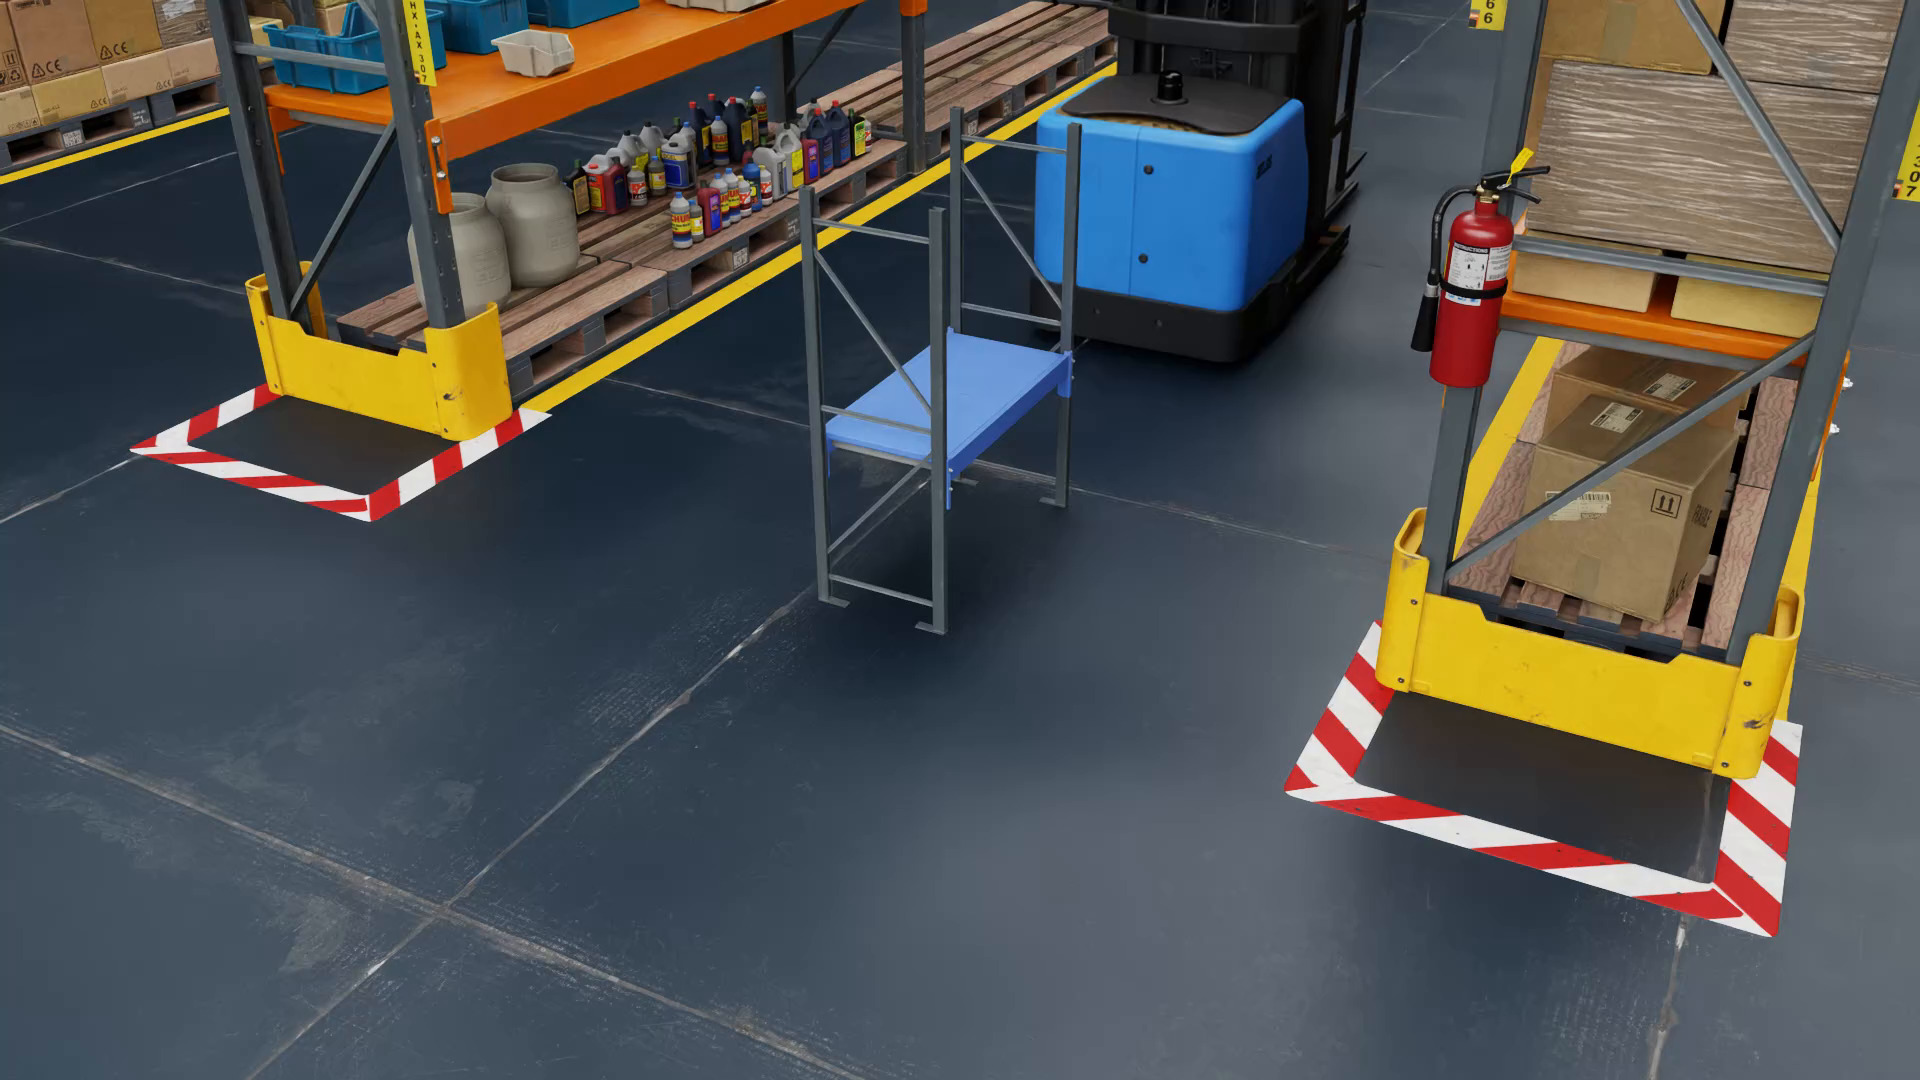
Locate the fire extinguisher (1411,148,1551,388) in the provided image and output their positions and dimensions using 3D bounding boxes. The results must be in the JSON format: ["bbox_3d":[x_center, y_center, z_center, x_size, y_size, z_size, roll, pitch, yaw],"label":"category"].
[{"bbox_3d":[1.443,-0.765,4.647,0.296,0.674,0.183,14,33,23],"label":"fire extinguisher"}]

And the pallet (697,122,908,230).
[{"bbox_3d":[-1.024,-2.144,9.771,1.003,0.211,1.213,14,33,23],"label":"pallet"}]

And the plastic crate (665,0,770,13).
[{"bbox_3d":[-1.196,-2.750,8.291,0.530,0.136,0.437,14,33,23],"label":"plastic crate"}]

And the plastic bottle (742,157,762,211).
[{"bbox_3d":[-1.106,-1.895,8.836,0.097,0.271,0.097,0,30,0],"label":"plastic bottle"}]

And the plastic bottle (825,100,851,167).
[{"bbox_3d":[-0.718,-2.333,9.518,0.144,0.351,0.185,13,32,22],"label":"plastic bottle"}]

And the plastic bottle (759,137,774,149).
[{"bbox_3d":[-1.056,-2.087,9.158,0.061,0.283,0.133,14,33,23],"label":"plastic bottle"}]

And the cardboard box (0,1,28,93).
[{"bbox_3d":[-6.027,-2.942,9.948,0.500,0.500,0.500,14,33,23],"label":"cardboard box"}]

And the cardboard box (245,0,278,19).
[{"bbox_3d":[-5.158,-4.006,12.553,0.500,0.250,0.500,14,33,23],"label":"cardboard box"}]

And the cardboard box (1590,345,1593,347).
[{"bbox_3d":[2.749,-0.662,6.478,0.500,0.500,0.500,18,34,28],"label":"cardboard box"}]

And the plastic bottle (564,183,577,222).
[{"bbox_3d":[-2.057,-1.759,8.669,0.097,0.201,0.097,0,30,0],"label":"plastic bottle"}]

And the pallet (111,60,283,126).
[{"bbox_3d":[-5.489,-3.214,11.636,1.003,0.211,1.213,14,33,23],"label":"pallet"}]

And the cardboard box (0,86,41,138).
[{"bbox_3d":[-6.016,-2.614,10.130,0.500,0.250,0.500,14,33,23],"label":"cardboard box"}]

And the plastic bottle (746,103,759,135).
[{"bbox_3d":[-1.263,-2.532,10.015,0.097,0.201,0.097,0,30,0],"label":"plastic bottle"}]

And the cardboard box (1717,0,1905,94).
[{"bbox_3d":[2.399,-1.532,4.503,0.500,0.500,0.500,14,33,23],"label":"cardboard box"}]

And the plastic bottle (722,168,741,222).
[{"bbox_3d":[-1.198,-1.805,8.679,0.097,0.271,0.097,0,30,0],"label":"plastic bottle"}]

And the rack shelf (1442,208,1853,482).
[{"bbox_3d":[2.817,-1.319,6.257,1.077,0.370,4.000,14,33,23],"label":"rack shelf"}]

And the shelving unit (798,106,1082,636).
[{"bbox_3d":[-0.039,-0.613,5.811,0.538,1.500,1.048,14,33,23],"label":"shelving unit"}]

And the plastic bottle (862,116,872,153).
[{"bbox_3d":[-0.569,-2.387,9.763,0.097,0.201,0.097,0,30,0],"label":"plastic bottle"}]

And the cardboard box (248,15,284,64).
[{"bbox_3d":[-5.106,-3.501,11.674,0.500,0.250,0.500,14,33,23],"label":"cardboard box"}]

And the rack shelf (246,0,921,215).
[{"bbox_3d":[-1.592,-2.443,8.214,1.077,0.370,4.000,14,33,23],"label":"rack shelf"}]

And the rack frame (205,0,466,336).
[{"bbox_3d":[-2.503,-1.868,6.491,1.000,3.000,0.127,14,33,23],"label":"rack frame"}]

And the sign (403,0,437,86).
[{"bbox_3d":[-2.016,-1.861,6.201,0.100,0.325,0.005,14,33,23],"label":"sign"}]

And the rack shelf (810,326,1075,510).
[{"bbox_3d":[-0.039,-0.457,5.900,0.538,0.185,1.000,14,33,23],"label":"rack shelf"}]

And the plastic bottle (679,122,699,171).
[{"bbox_3d":[-1.538,-2.228,9.415,0.097,0.271,0.097,0,30,0],"label":"plastic bottle"}]

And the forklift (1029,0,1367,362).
[{"bbox_3d":[1.431,-2.784,8.155,1.130,2.935,3.031,14,33,22],"label":"forklift"}]

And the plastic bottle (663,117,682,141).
[{"bbox_3d":[-1.617,-2.243,9.430,0.061,0.283,0.133,16,33,25],"label":"plastic bottle"}]

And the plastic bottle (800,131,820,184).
[{"bbox_3d":[-0.843,-2.137,9.244,0.061,0.283,0.133,17,34,27],"label":"plastic bottle"}]

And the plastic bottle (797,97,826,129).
[{"bbox_3d":[-0.846,-2.365,9.575,0.144,0.351,0.185,14,33,23],"label":"plastic bottle"}]

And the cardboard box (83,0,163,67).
[{"bbox_3d":[-5.568,-3.385,10.719,0.500,0.500,0.500,14,33,23],"label":"cardboard box"}]

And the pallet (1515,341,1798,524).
[{"bbox_3d":[2.899,-0.460,6.839,1.003,0.211,1.213,14,33,23],"label":"pallet"}]

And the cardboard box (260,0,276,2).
[{"bbox_3d":[-5.160,-4.244,12.405,0.500,0.311,0.500,14,33,23],"label":"cardboard box"}]

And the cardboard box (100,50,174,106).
[{"bbox_3d":[-5.557,-3.057,10.900,0.500,0.250,0.500,14,33,23],"label":"cardboard box"}]

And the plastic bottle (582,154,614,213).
[{"bbox_3d":[-1.918,-1.897,8.834,0.152,0.276,0.135,15,33,24],"label":"plastic bottle"}]

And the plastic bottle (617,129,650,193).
[{"bbox_3d":[-1.783,-2.065,9.052,0.144,0.351,0.185,16,33,25],"label":"plastic bottle"}]

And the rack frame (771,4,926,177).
[{"bbox_3d":[-0.681,-3.641,9.579,1.000,3.000,0.127,14,33,23],"label":"rack frame"}]

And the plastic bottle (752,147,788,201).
[{"bbox_3d":[-1.030,-2.001,9.015,0.152,0.276,0.135,15,33,24],"label":"plastic bottle"}]

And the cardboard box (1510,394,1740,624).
[{"bbox_3d":[2.205,-0.116,5.528,0.500,0.500,0.500,21,36,32],"label":"cardboard box"}]

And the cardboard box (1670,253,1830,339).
[{"bbox_3d":[2.248,-0.708,4.723,0.380,0.149,0.250,14,33,23],"label":"cardboard box"}]

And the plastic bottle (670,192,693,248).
[{"bbox_3d":[-1.400,-1.609,8.337,0.097,0.271,0.097,0,30,0],"label":"plastic bottle"}]

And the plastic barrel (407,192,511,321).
[{"bbox_3d":[-2.272,-1.280,7.544,0.421,0.512,0.421,0,30,0],"label":"plastic barrel"}]

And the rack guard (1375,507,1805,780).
[{"bbox_3d":[1.940,0.306,5.215,1.175,0.500,0.348,14,33,23],"label":"rack guard"}]

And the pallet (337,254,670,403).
[{"bbox_3d":[-2.136,-1.062,7.888,1.003,0.211,1.213,14,33,23],"label":"pallet"}]

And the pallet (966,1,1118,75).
[{"bbox_3d":[0.753,-3.871,12.778,1.003,0.211,1.213,14,33,23],"label":"pallet"}]

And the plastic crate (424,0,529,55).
[{"bbox_3d":[-2.241,-2.380,7.532,0.499,0.251,0.408,14,33,23],"label":"plastic crate"}]

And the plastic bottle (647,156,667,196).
[{"bbox_3d":[-1.655,-1.992,9.076,0.097,0.201,0.097,0,30,0],"label":"plastic bottle"}]

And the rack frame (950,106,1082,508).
[{"bbox_3d":[0.193,-0.838,6.203,0.500,1.500,0.032,14,33,23],"label":"rack frame"}]

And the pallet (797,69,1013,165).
[{"bbox_3d":[-0.358,-2.789,10.895,1.003,0.211,1.213,14,33,23],"label":"pallet"}]

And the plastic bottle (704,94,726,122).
[{"bbox_3d":[-1.418,-2.420,9.670,0.144,0.351,0.185,15,33,25],"label":"plastic bottle"}]

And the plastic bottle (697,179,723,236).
[{"bbox_3d":[-1.281,-1.710,8.502,0.061,0.283,0.133,15,33,24],"label":"plastic bottle"}]

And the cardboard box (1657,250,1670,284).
[{"bbox_3d":[1.966,-0.919,5.091,0.380,0.149,0.250,14,33,23],"label":"cardboard box"}]

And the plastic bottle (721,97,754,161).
[{"bbox_3d":[-1.290,-2.387,9.613,0.144,0.351,0.185,14,33,23],"label":"plastic bottle"}]

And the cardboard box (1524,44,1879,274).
[{"bbox_3d":[2.181,-1.154,4.849,0.875,0.500,0.500,14,33,23],"label":"cardboard box"}]
